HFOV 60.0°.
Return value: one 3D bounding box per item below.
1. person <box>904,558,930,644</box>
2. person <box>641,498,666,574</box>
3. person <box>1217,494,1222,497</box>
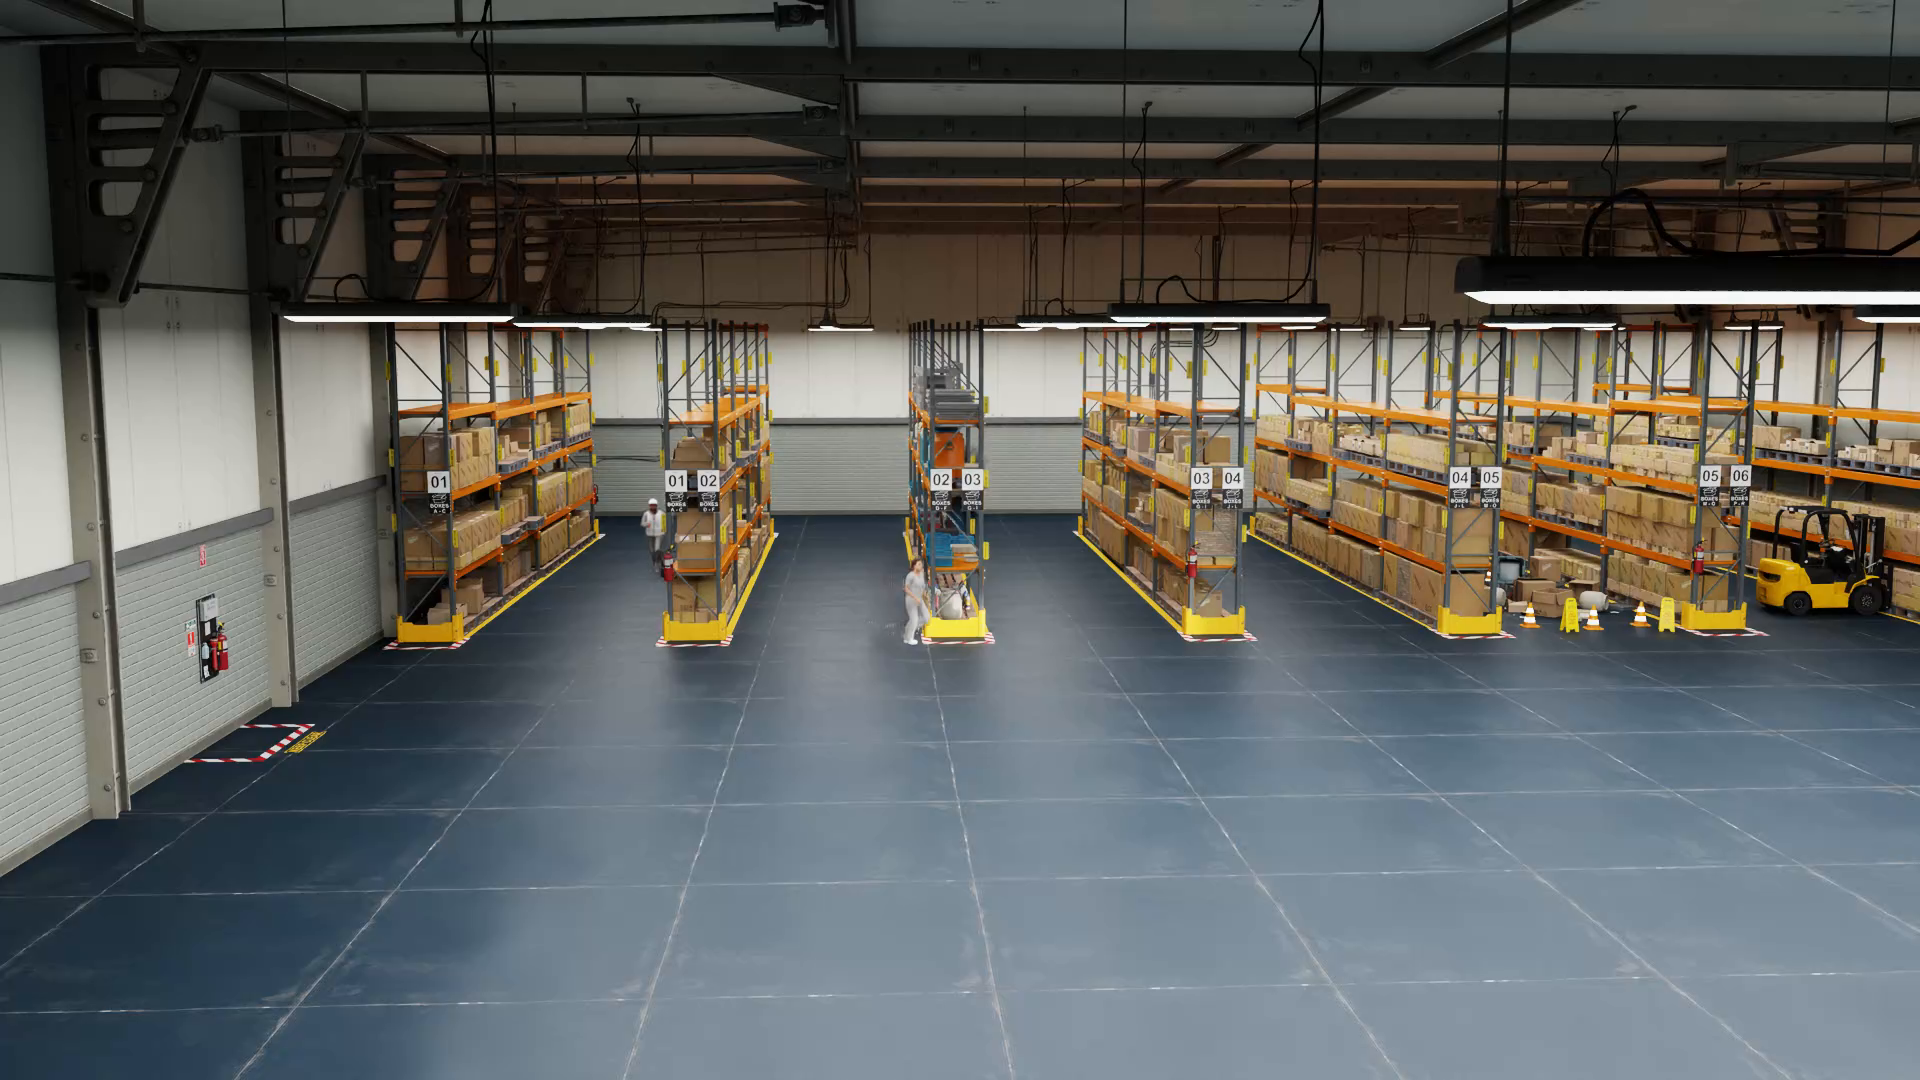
[{"bbox_3d":[-0.828,1.129,30.788,0.534,1.616,0.529,6,9,41],"label":"person"},{"bbox_3d":[-7.355,-0.094,40.054,0.604,1.826,0.834,0,7,3],"label":"person"},{"bbox_3d":[7.491,-1.032,48.169,0.582,1.689,0.673,2,7,13],"label":"person"}]
